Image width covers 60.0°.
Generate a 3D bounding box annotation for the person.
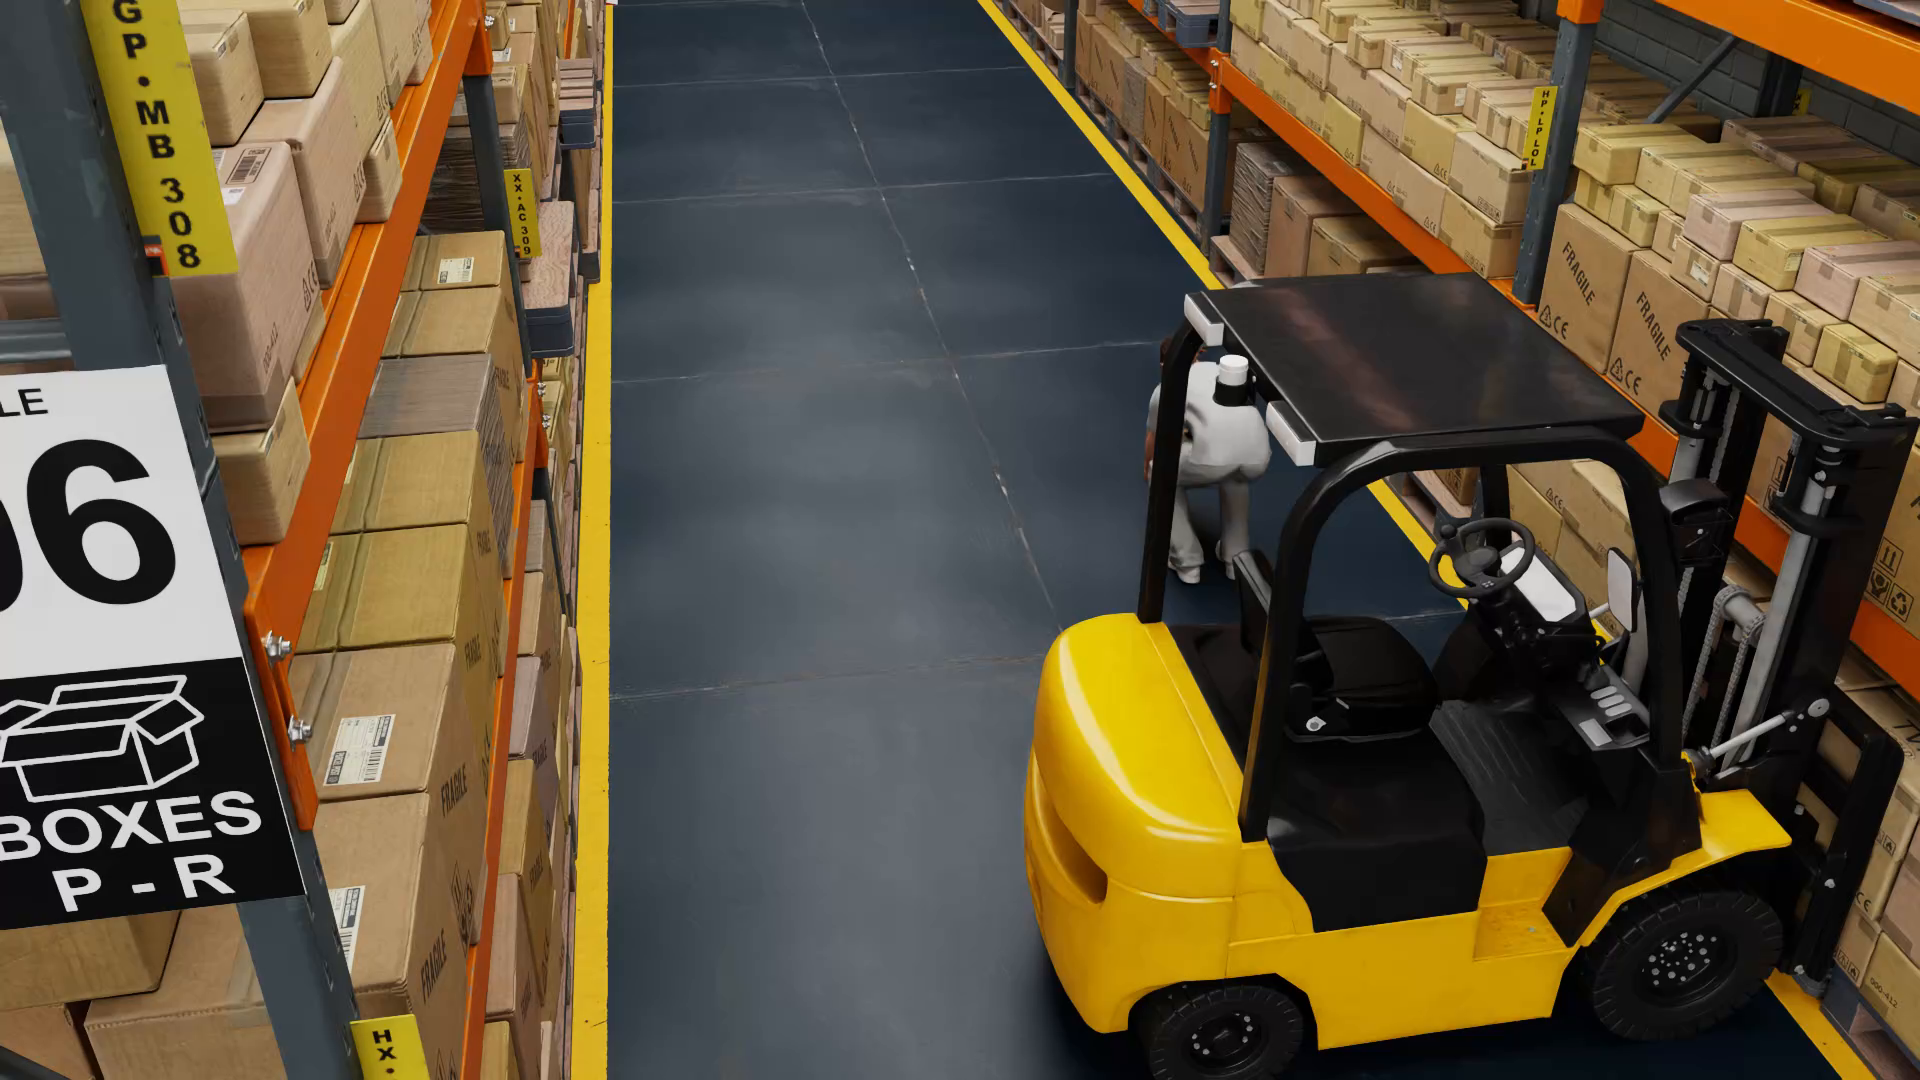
[{"bbox_3d":[1.080,-0.369,7.445,0.476,0.966,0.863,-7,31,-11],"label":"person"}]
